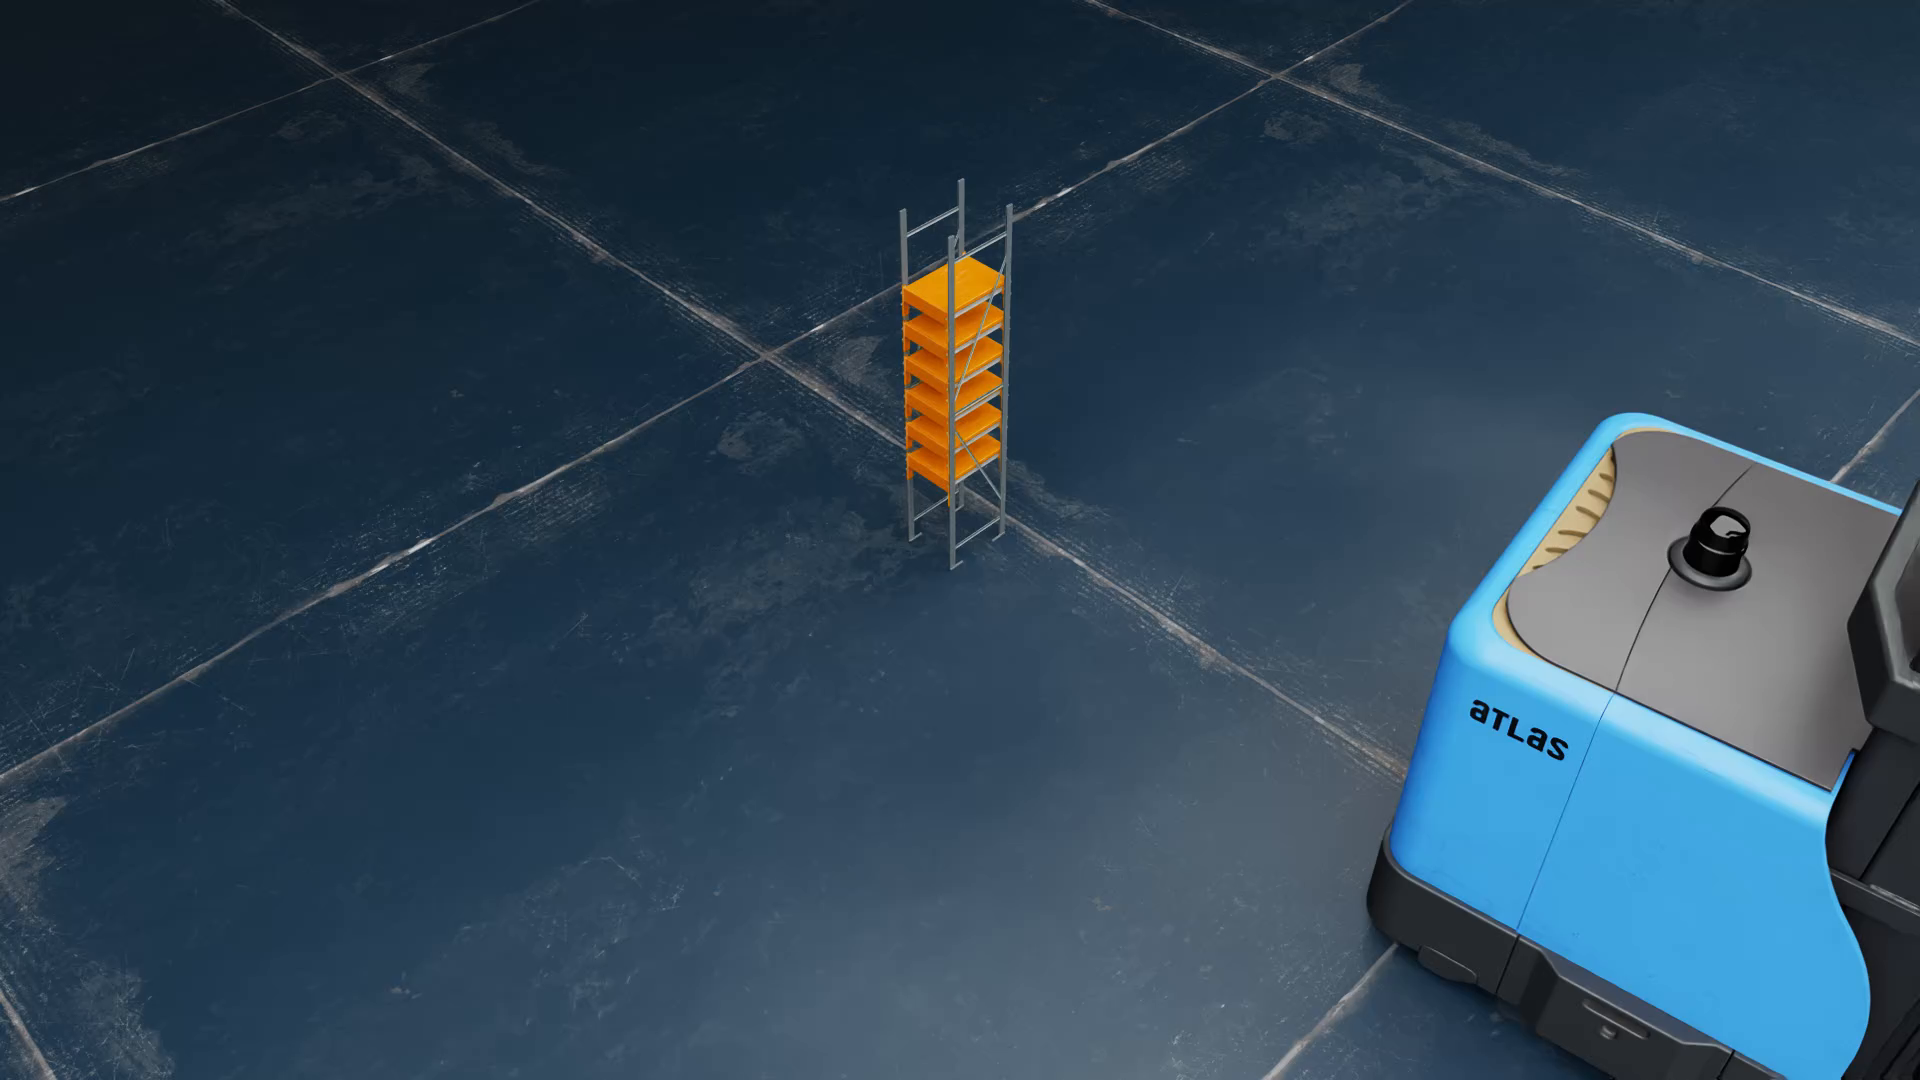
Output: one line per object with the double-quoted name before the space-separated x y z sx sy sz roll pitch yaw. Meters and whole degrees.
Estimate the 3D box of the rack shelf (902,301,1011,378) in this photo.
"rack shelf" -0.010 -0.591 4.718 0.258 0.103 0.180 -34 53 -31

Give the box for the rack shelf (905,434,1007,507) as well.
"rack shelf" -0.010 -0.239 5.043 0.258 0.103 0.180 -34 53 -31

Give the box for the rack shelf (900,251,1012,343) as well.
"rack shelf" -0.010 -0.679 4.636 0.258 0.103 0.180 -34 53 -31

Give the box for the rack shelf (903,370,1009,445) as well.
"rack shelf" -0.010 -0.415 4.880 0.258 0.103 0.180 -34 53 -31

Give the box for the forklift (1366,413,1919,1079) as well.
"forklift" 2.499 0.241 2.830 3.031 2.935 1.130 27 49 26

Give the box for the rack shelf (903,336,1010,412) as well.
"rack shelf" -0.010 -0.503 4.799 0.258 0.103 0.180 -34 53 -31

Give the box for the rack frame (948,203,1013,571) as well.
"rack frame" 0.054 -0.404 4.803 0.240 1.200 0.006 -34 53 -31

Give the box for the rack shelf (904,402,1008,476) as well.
"rack shelf" -0.010 -0.327 4.962 0.258 0.103 0.180 -34 53 -31

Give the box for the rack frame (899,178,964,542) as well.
"rack frame" -0.075 -0.492 4.898 0.240 1.200 0.006 -34 53 -31

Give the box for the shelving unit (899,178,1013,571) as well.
"shelving unit" -0.010 -0.448 4.850 0.258 1.200 0.189 -34 53 -31
